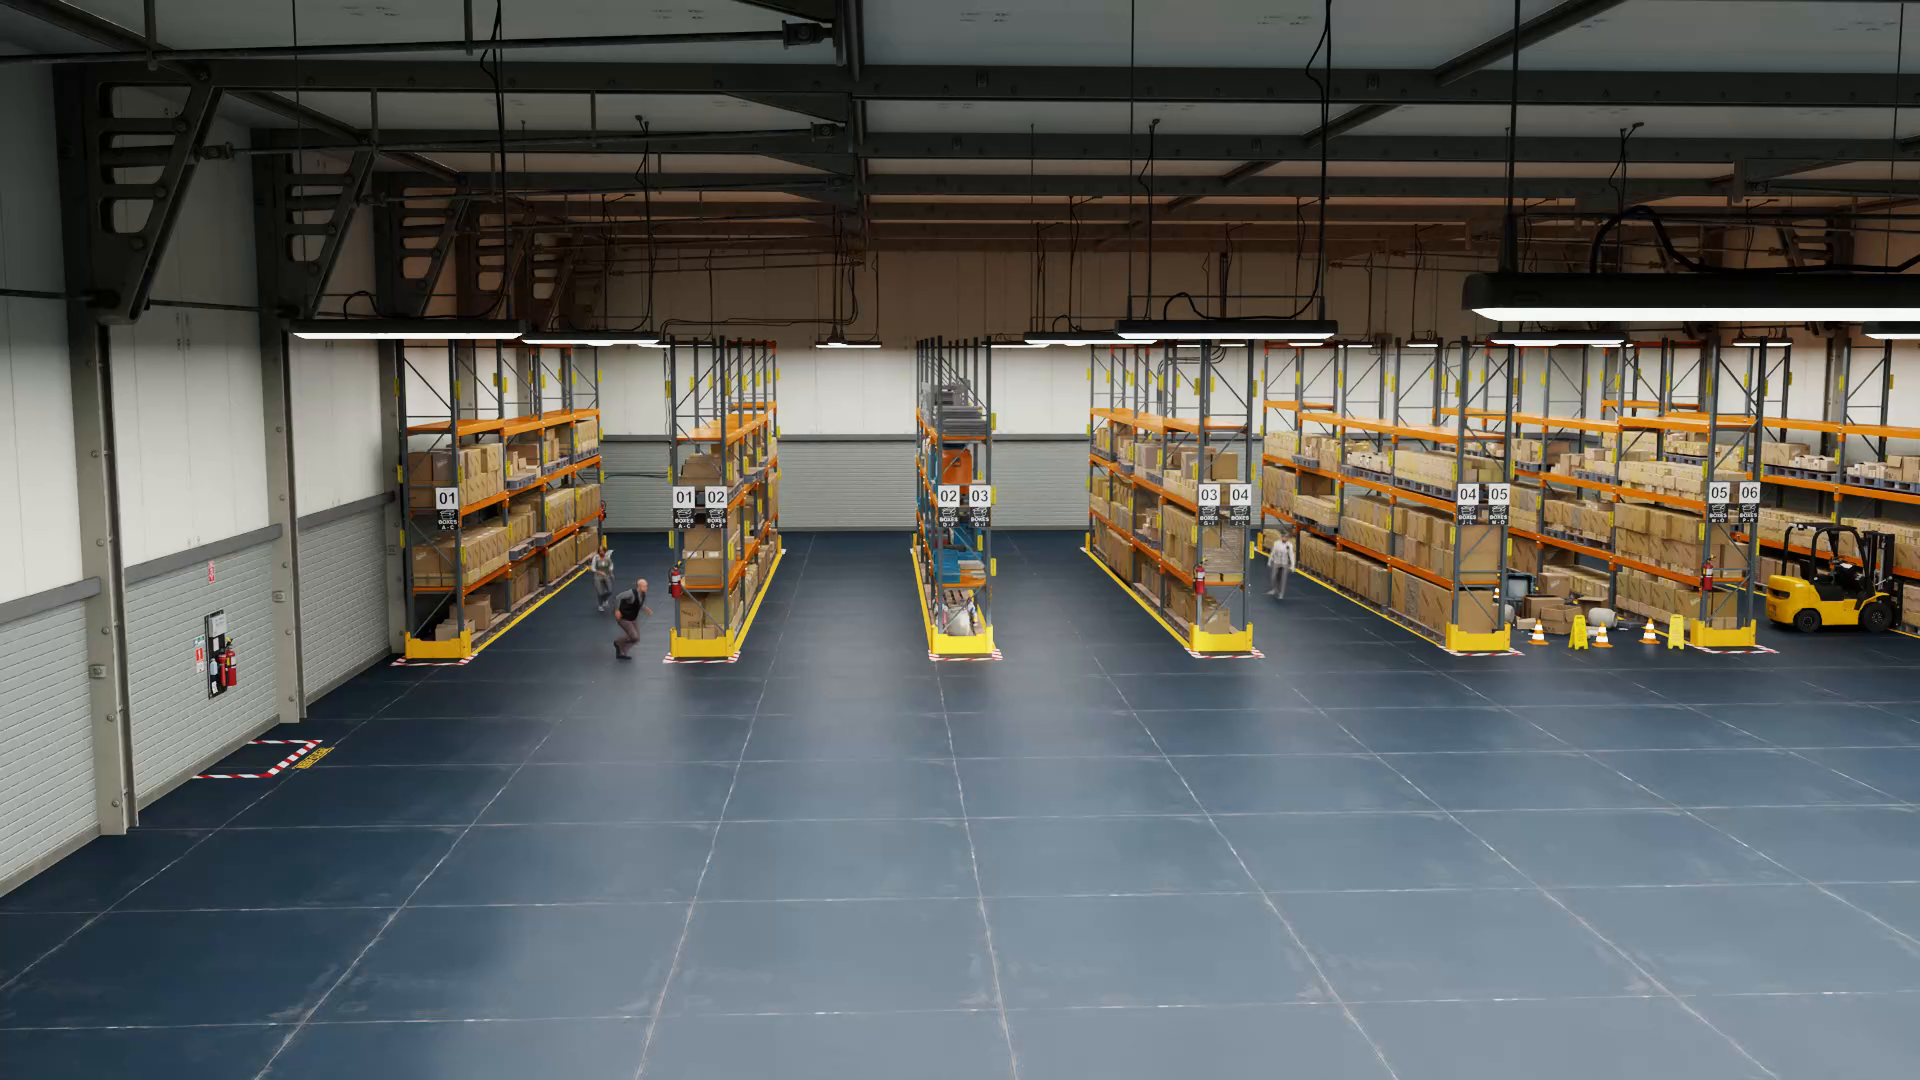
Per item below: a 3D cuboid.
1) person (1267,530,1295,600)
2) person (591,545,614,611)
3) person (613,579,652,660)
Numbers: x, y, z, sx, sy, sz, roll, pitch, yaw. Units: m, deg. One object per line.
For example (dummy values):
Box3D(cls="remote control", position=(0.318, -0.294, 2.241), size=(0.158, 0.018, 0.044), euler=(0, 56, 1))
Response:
Box3D(cls="person", position=(7.407, 0.567, 38.364), size=(0.639, 1.619, 0.577), euler=(2, 7, 14))
Box3D(cls="person", position=(-7.839, 0.843, 36.496), size=(0.537, 1.494, 0.726), euler=(-3, 7, -26))
Box3D(cls="person", position=(-6.078, 1.481, 30.705), size=(0.804, 1.540, 0.685), euler=(3, 7, 26))
